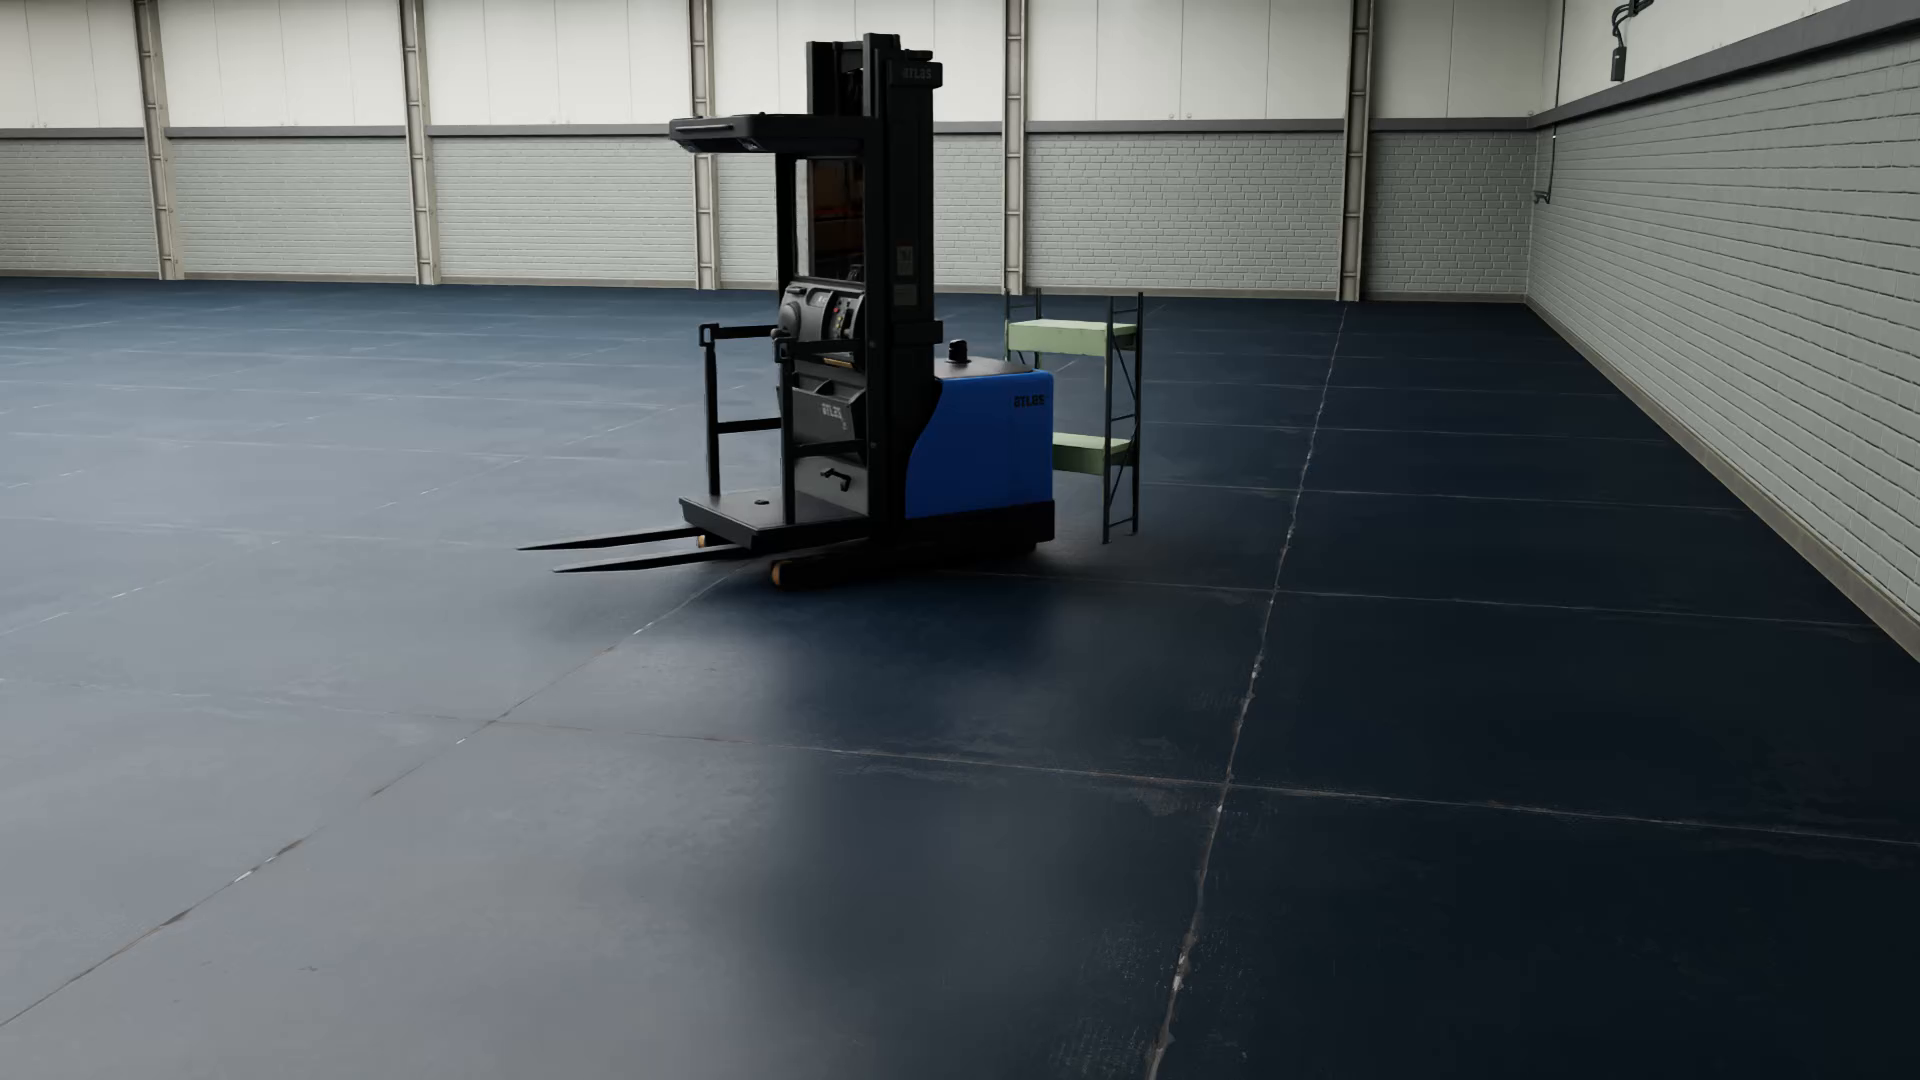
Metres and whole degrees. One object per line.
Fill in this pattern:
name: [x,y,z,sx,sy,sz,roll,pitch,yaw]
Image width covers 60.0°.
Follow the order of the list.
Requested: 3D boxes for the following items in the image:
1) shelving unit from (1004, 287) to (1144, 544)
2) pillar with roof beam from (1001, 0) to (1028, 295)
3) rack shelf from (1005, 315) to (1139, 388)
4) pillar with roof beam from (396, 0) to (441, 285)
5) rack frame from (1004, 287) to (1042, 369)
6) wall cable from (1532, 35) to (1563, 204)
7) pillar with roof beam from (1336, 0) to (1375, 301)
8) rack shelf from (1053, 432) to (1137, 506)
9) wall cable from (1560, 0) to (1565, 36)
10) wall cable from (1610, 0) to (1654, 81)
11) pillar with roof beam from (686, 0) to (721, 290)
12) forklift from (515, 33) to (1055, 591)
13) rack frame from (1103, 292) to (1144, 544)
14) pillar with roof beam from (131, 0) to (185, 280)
shelving unit: [0.693,-0.787,10.317,0.755,1.500,0.431,9,15,34]
pillar with roof beam: [-0.047,-8.008,25.553,0.400,9.000,9.100,3,13,14]
rack shelf: [0.693,-1.168,10.233,0.720,0.370,0.431,9,15,34]
pillar with roof beam: [-11.698,-8.631,28.360,0.400,9.000,9.100,3,13,14]
rack frame: [0.393,-0.832,10.522,0.023,1.500,0.400,9,15,34]
wall cable: [9.353,-6.655,26.624,0.112,2.526,3.097,3,13,14]
pillar with roof beam: [5.778,-7.697,24.149,0.400,9.000,9.100,3,13,14]
rack shelf: [0.693,-0.469,10.388,0.720,0.370,0.431,9,15,34]
wall cable: [8.704,-8.552,23.513,0.112,2.526,3.097,3,13,14]
wall cable: [7.063,-7.836,16.925,0.169,6.003,2.305,3,13,14]
pillar with roof beam: [-5.873,-8.320,26.956,0.400,9.000,9.100,3,13,14]
forklift: [-0.958,-1.287,9.269,3.031,2.935,1.130,-8,15,-31]
rack frame: [0.993,-0.741,10.113,0.023,1.500,0.400,9,15,34]
pillar with roof beam: [-17.523,-8.942,29.763,0.400,9.000,9.100,3,13,14]
